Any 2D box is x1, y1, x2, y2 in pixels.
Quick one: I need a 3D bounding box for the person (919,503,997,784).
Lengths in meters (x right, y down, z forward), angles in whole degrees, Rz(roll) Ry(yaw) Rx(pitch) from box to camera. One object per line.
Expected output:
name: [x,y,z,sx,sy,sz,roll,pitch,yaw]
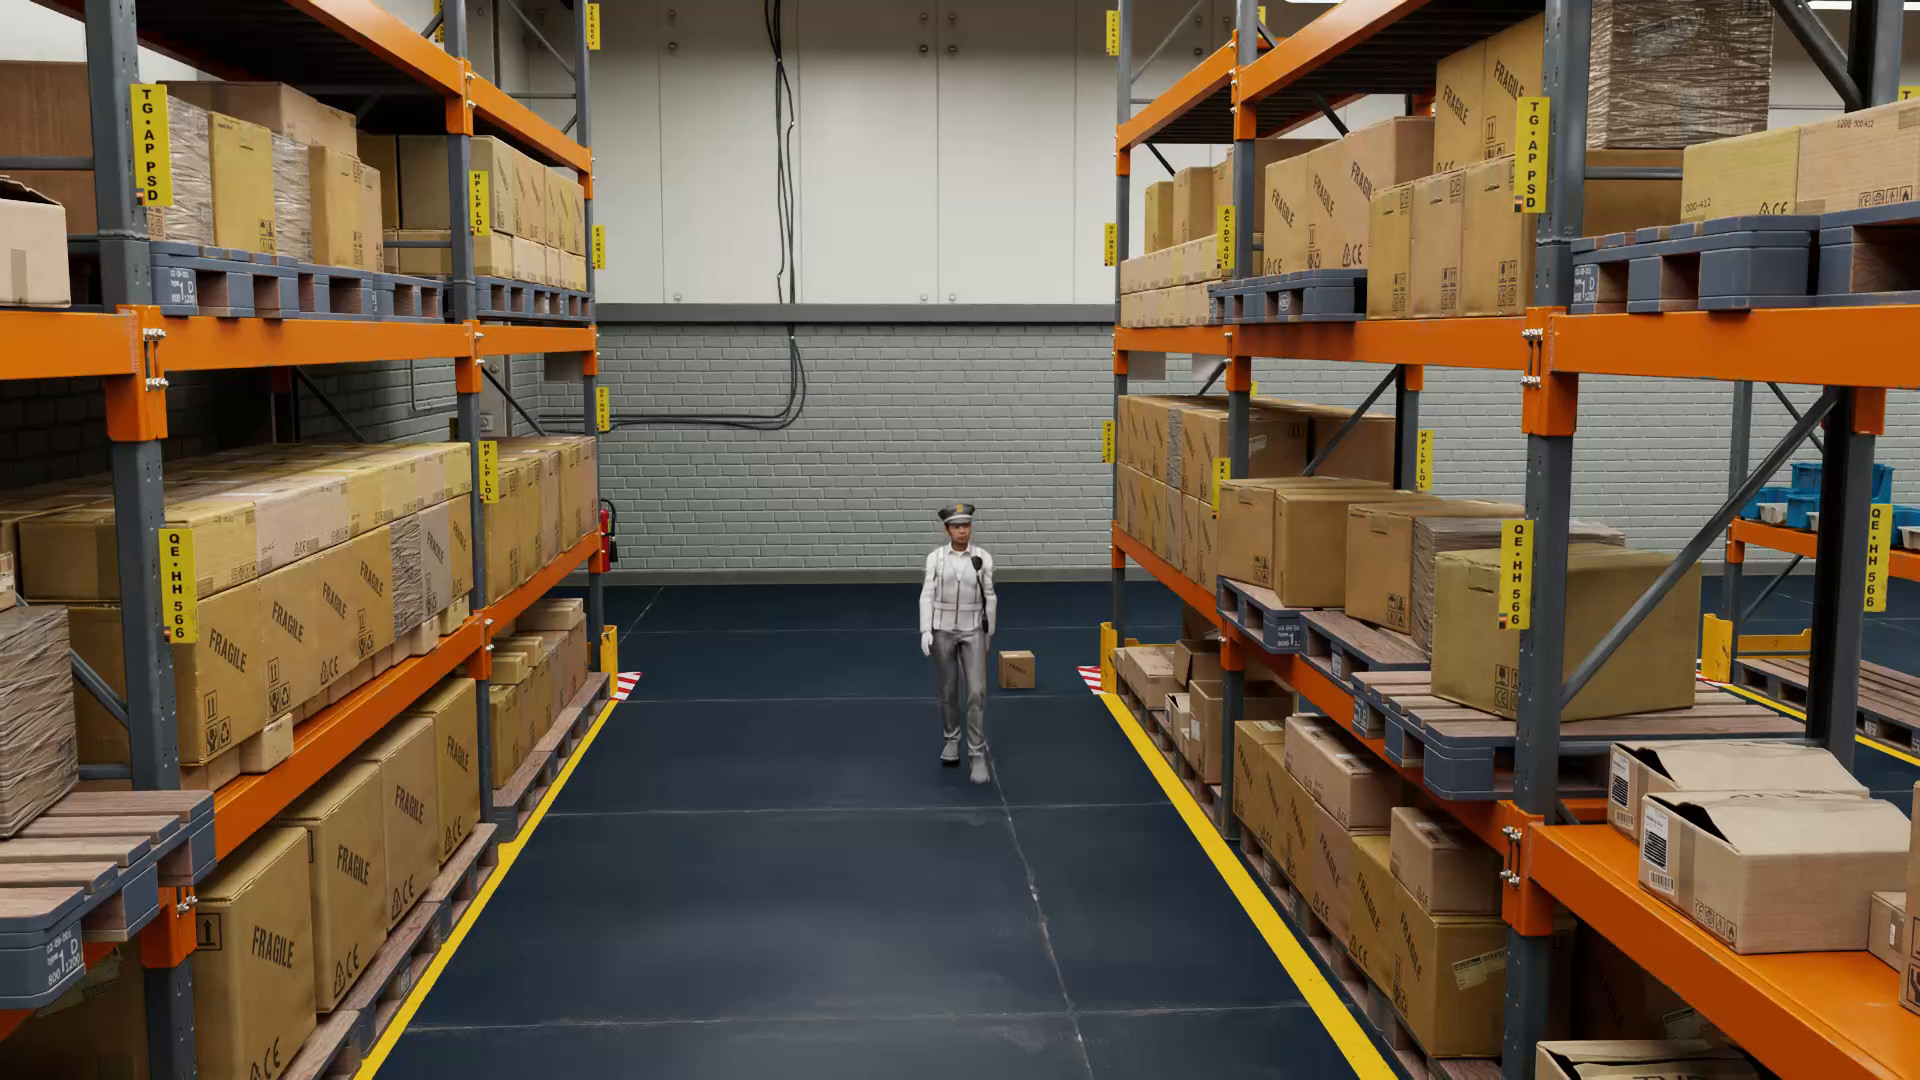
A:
person: [-0.019,0.630,10.509,0.490,1.722,0.675,0,7,4]
